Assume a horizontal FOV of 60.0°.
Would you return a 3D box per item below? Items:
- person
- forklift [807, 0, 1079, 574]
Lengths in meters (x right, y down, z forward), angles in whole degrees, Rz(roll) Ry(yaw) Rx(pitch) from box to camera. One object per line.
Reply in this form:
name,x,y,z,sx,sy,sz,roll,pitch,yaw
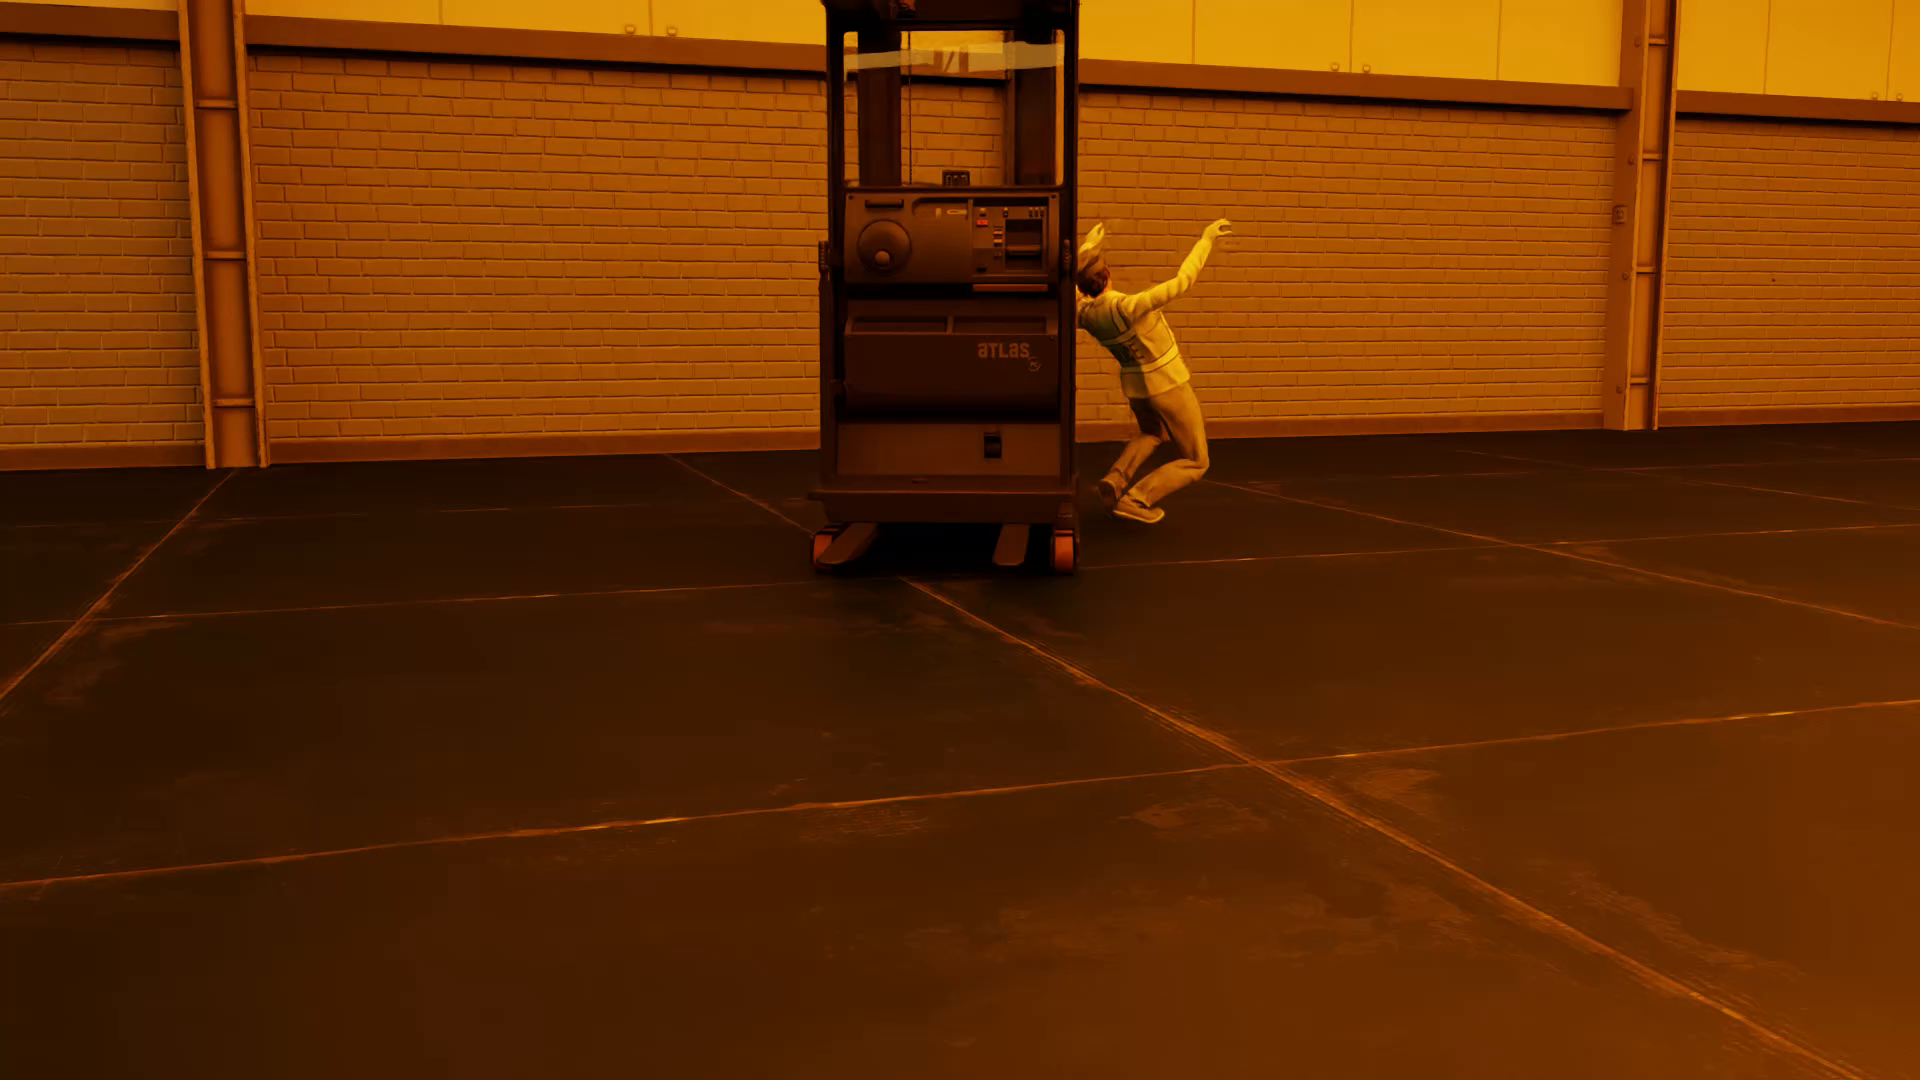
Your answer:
person,0.828,-0.825,8.317,0.760,1.536,0.880,-4,9,-29
forklift,-0.047,-1.354,6.999,1.130,2.935,3.031,0,8,4
